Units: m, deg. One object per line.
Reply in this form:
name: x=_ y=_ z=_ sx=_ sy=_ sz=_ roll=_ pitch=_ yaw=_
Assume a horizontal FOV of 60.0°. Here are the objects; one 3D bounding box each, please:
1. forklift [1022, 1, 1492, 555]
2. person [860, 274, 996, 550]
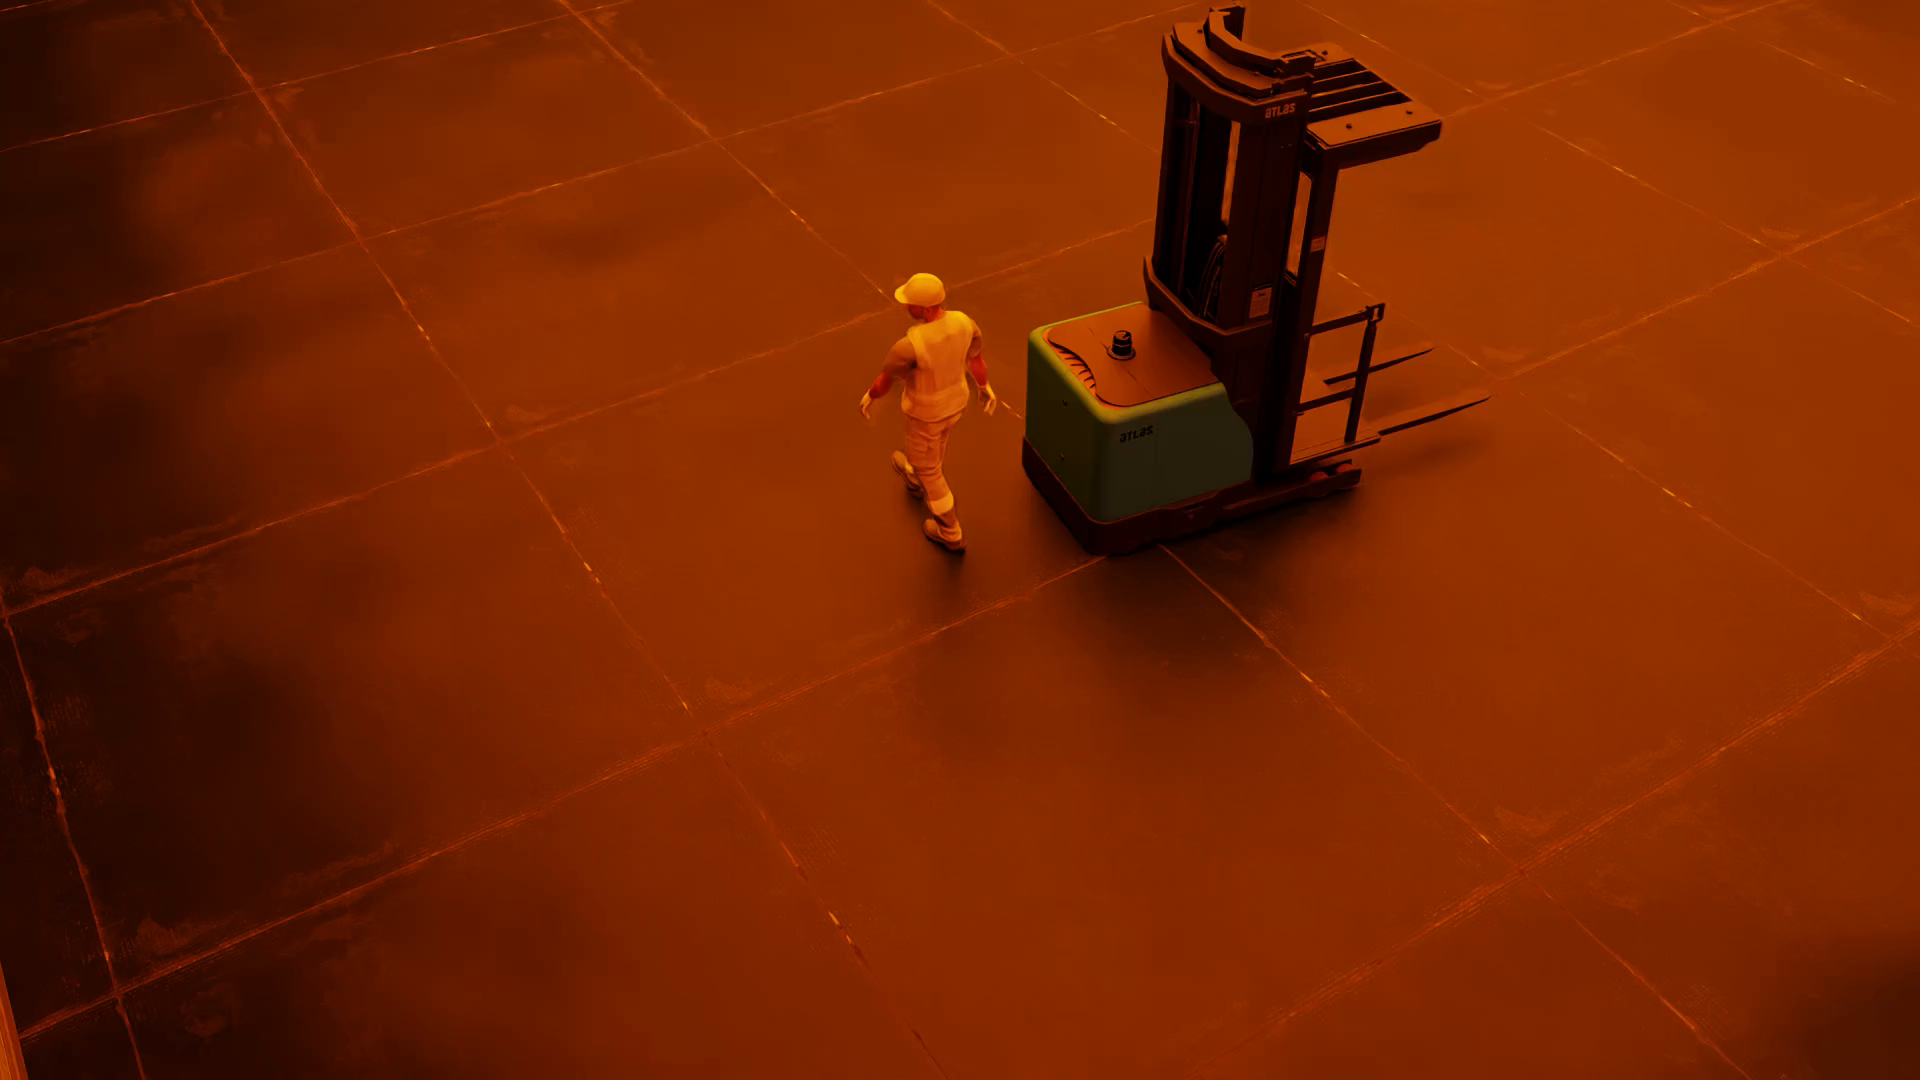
forklift: x=1.954 y=-1.666 z=9.778 sx=3.031 sy=2.935 sz=1.130 roll=-17 pitch=44 yaw=-18
person: x=-0.217 y=-0.856 z=9.695 sx=0.708 sy=1.741 sz=0.874 roll=-31 pitch=50 yaw=-30
